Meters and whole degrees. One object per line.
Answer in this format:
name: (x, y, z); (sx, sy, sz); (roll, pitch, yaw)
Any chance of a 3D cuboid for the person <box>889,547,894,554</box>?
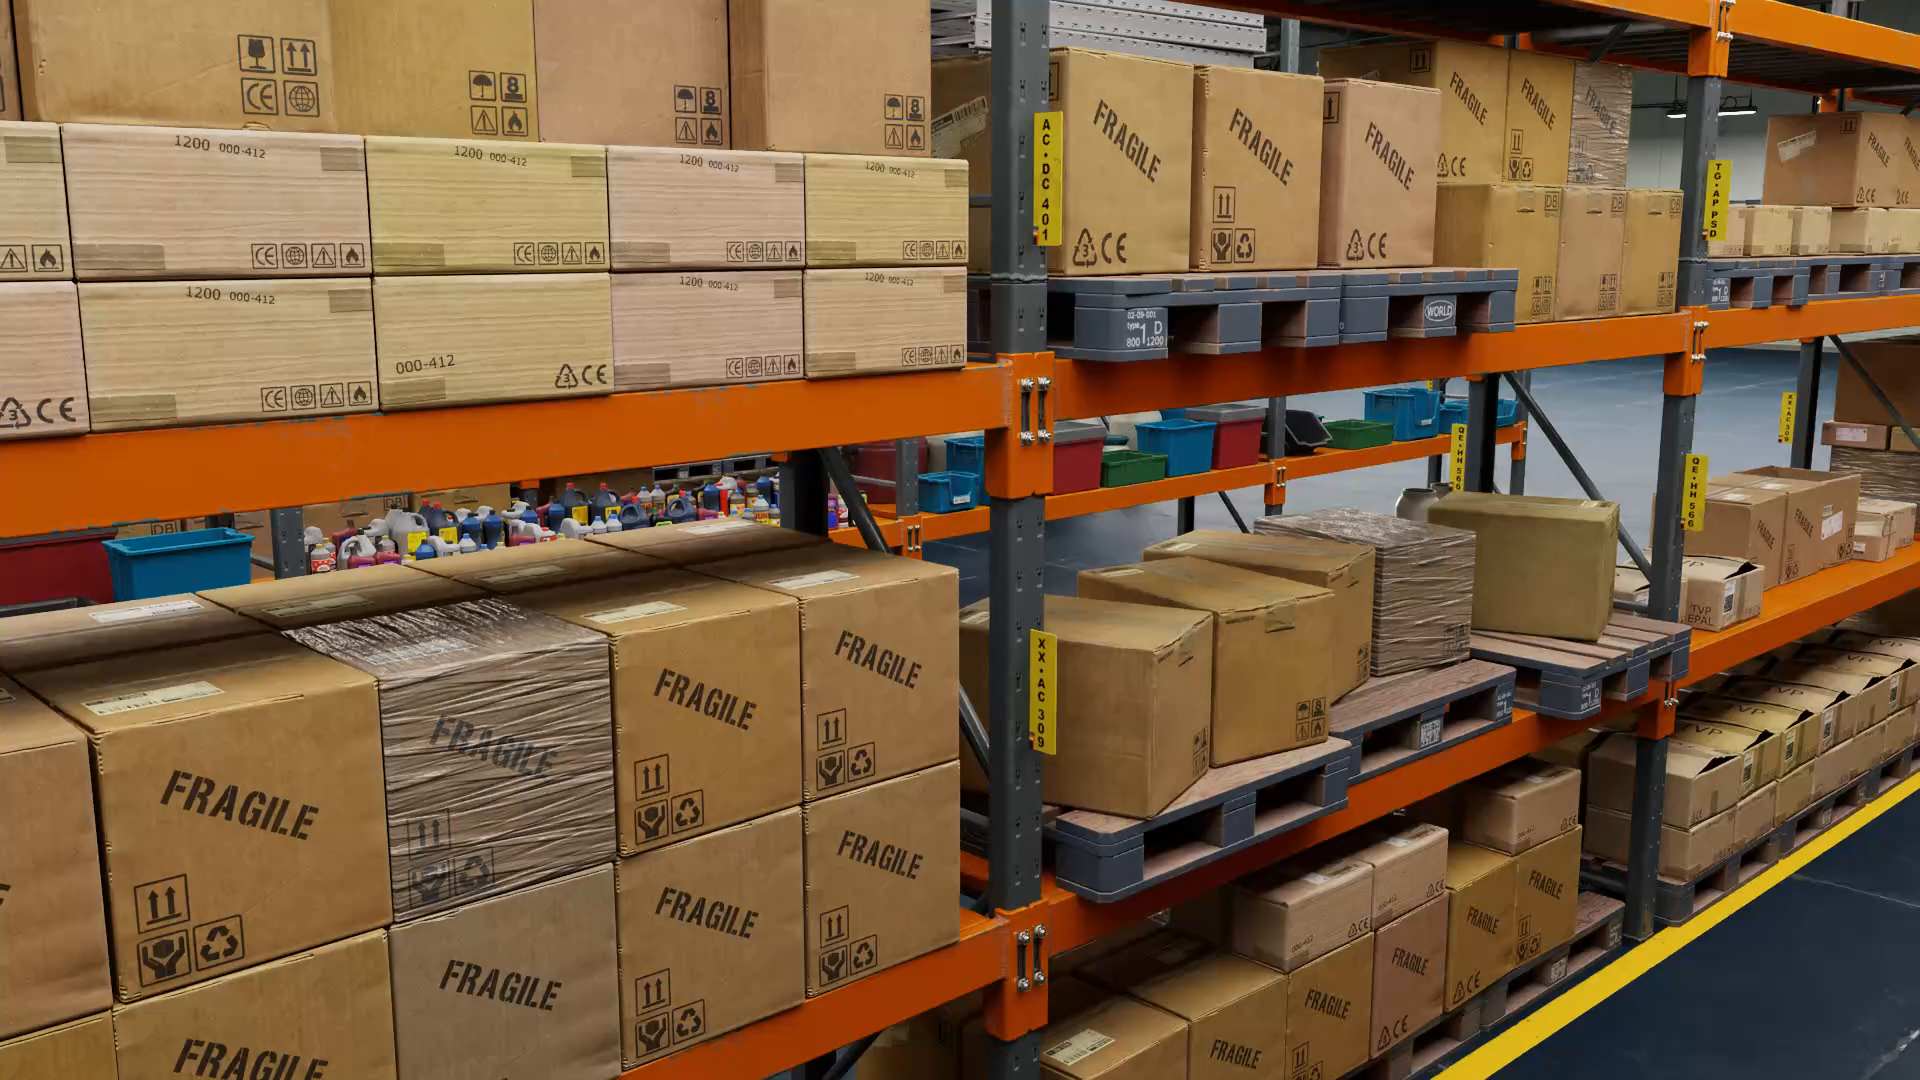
person: (-0.643, -0.318, 14.053); (0.598, 1.777, 0.583); (-3, 11, -15)
